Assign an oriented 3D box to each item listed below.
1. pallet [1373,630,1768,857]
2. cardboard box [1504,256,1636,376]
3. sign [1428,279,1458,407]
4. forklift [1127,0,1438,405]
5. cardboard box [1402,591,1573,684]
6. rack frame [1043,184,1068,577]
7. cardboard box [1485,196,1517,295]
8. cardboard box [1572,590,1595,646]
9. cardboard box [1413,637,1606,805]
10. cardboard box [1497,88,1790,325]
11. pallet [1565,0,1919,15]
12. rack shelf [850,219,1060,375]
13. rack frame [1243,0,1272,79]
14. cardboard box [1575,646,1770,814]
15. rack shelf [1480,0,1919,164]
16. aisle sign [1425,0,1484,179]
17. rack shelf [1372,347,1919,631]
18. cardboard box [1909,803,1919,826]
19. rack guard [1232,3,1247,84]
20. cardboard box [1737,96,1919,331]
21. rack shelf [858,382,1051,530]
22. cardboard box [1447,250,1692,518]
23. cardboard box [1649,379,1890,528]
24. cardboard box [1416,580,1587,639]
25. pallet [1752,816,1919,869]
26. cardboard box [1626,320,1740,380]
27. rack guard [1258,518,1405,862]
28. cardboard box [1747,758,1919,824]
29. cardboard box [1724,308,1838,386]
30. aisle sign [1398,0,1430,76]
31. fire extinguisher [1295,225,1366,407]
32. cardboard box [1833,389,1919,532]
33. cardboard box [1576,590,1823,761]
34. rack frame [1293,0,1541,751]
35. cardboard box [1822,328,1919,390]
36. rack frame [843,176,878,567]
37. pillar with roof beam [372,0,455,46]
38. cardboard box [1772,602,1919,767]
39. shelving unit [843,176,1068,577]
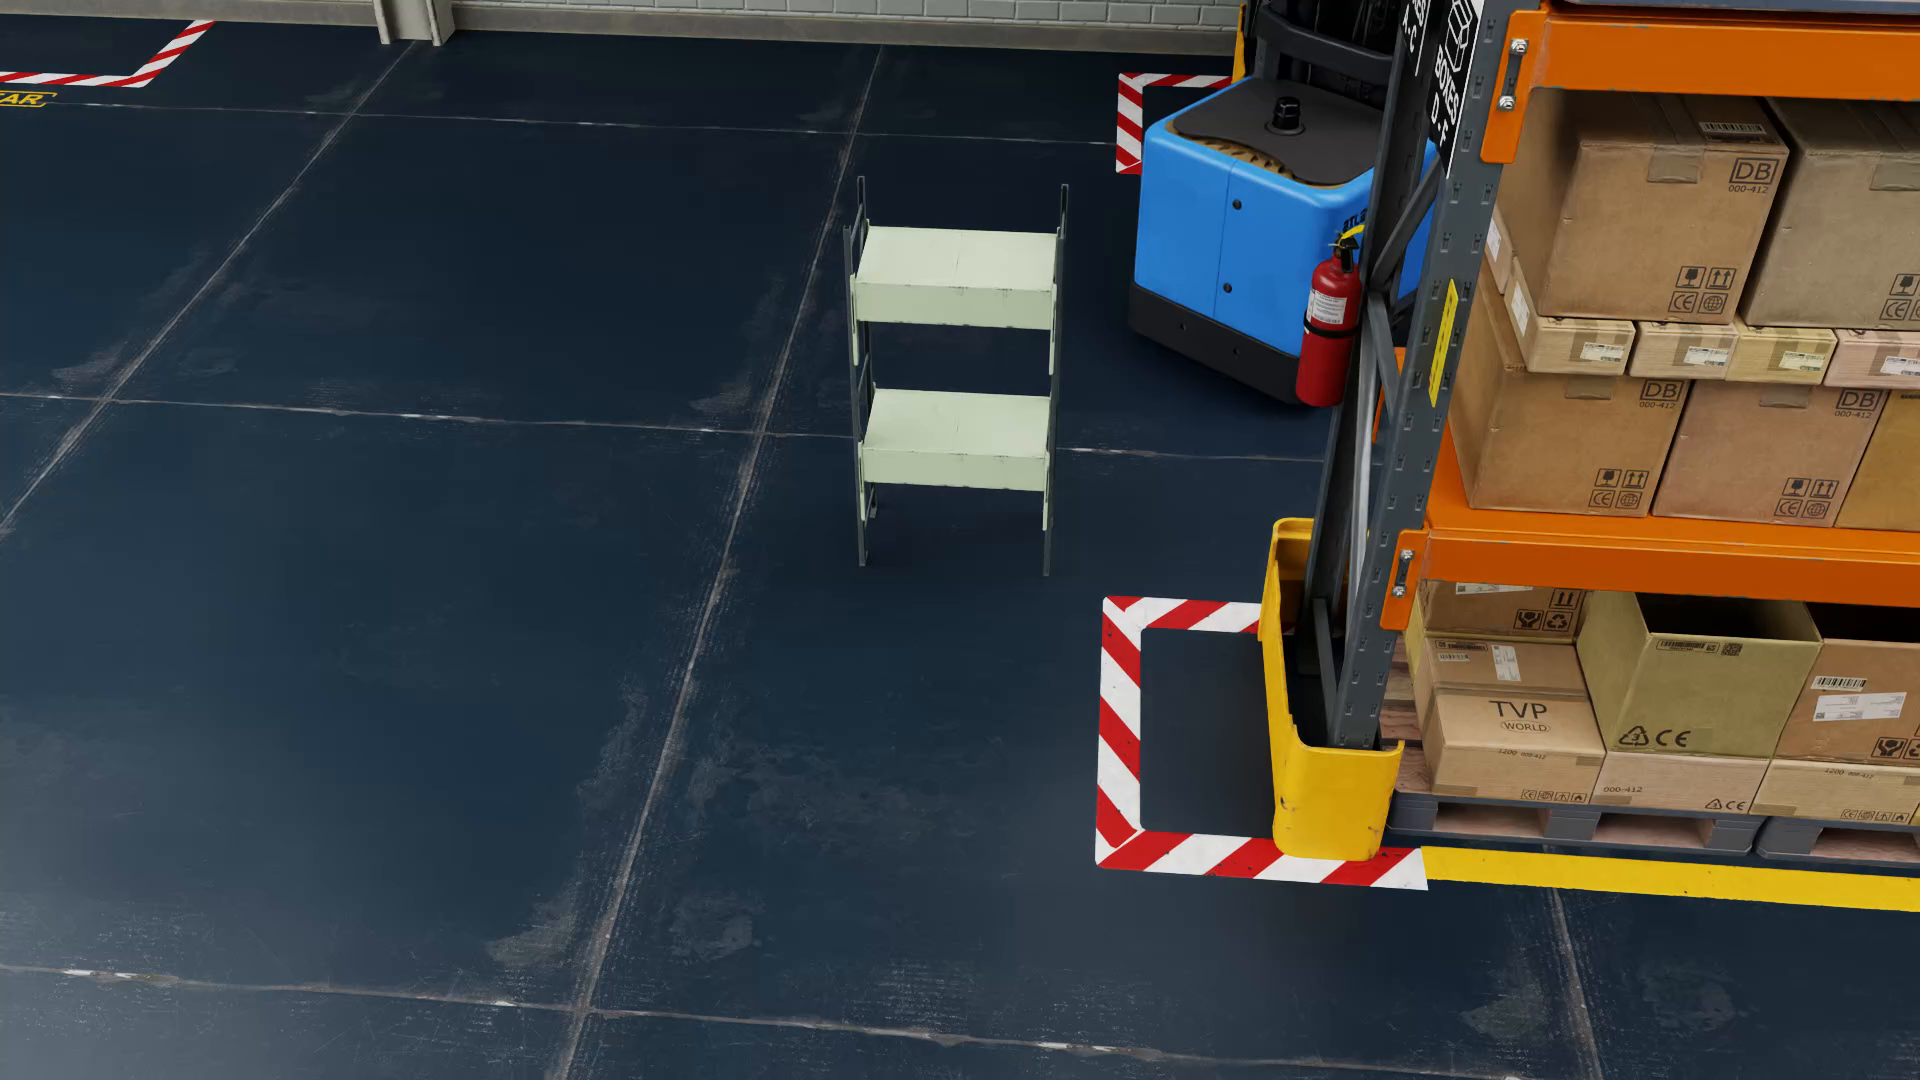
[{"bbox_3d":[2.049,0.615,5.827,1.213,0.211,1.003,3,39,4],"label":"pallet"},{"bbox_3d":[1.656,-0.615,4.536,0.250,0.149,0.380,3,39,4],"label":"cardboard box"},{"bbox_3d":[1.230,-0.499,4.239,0.005,0.325,0.100,3,39,4],"label":"sign"},{"bbox_3d":[2.177,-2.571,7.587,1.130,2.935,3.031,31,48,32],"label":"forklift"},{"bbox_3d":[1.843,0.265,5.893,0.500,0.250,0.500,3,39,4],"label":"cardboard box"},{"bbox_3d":[0.358,-0.562,6.252,0.023,1.500,0.400,3,39,4],"label":"rack frame"},{"bbox_3d":[1.681,-0.871,4.851,0.250,0.149,0.380,3,39,3],"label":"cardboard box"},{"bbox_3d":[2.343,0.285,5.869,0.500,0.250,0.500,3,39,4],"label":"cardboard box"},{"bbox_3d":[1.799,0.591,5.493,0.500,0.250,0.500,3,39,4],"label":"cardboard box"},{"bbox_3d":[1.800,-0.987,4.480,0.500,0.500,0.700,3,39,4],"label":"cardboard box"},{"bbox_3d":[1.986,-1.556,3.979,1.213,0.211,1.003,3,39,4],"label":"pallet"},{"bbox_3d":[-0.007,-0.885,6.031,0.720,0.370,0.431,3,39,4],"label":"rack shelf"},{"bbox_3d":[1.707,-3.597,8.793,0.127,3.000,1.000,3,39,4],"label":"rack frame"},{"bbox_3d":[2.297,0.616,5.462,0.500,0.250,0.500,3,39,4],"label":"cardboard box"},{"bbox_3d":[3.276,-1.257,4.112,4.000,0.370,1.077,3,39,4],"label":"rack shelf"},{"bbox_3d":[1.192,-1.301,3.912,0.004,0.787,0.394,3,39,4],"label":"aisle sign"},{"bbox_3d":[3.276,-0.093,5.059,4.000,0.370,1.077,3,39,4],"label":"rack shelf"},{"bbox_3d":[3.293,0.674,5.391,0.500,0.250,0.500,3,39,4],"label":"cardboard box"},{"bbox_3d":[1.783,-2.624,9.577,0.348,0.500,1.175,3,39,4],"label":"rack guard"},{"bbox_3d":[2.325,-0.962,4.449,0.500,0.500,0.700,2,39,3],"label":"cardboard box"},{"bbox_3d":[-0.007,-0.329,6.483,0.720,0.370,0.431,3,39,4],"label":"rack shelf"},{"bbox_3d":[1.748,-0.487,4.893,0.500,0.500,0.700,3,39,4],"label":"cardboard box"},{"bbox_3d":[2.271,-0.461,4.861,0.500,0.500,0.700,4,39,5],"label":"cardboard box"},{"bbox_3d":[1.844,-0.027,5.658,0.500,0.500,0.500,3,39,4],"label":"cardboard box"},{"bbox_3d":[3.261,0.683,5.743,1.213,0.211,1.003,3,39,4],"label":"pallet"},{"bbox_3d":[1.919,-0.602,4.521,0.250,0.149,0.380,2,39,3],"label":"cardboard box"},{"bbox_3d":[1.260,0.487,5.756,0.348,0.500,1.175,3,39,4],"label":"rack guard"},{"bbox_3d":[2.795,0.644,5.429,0.500,0.250,0.500,3,39,4],"label":"cardboard box"},{"bbox_3d":[2.168,-0.588,4.503,0.250,0.149,0.380,3,39,4],"label":"cardboard box"},{"bbox_3d":[1.244,-1.678,4.376,0.004,0.787,0.394,3,39,4],"label":"aisle sign"},{"bbox_3d":[1.206,-0.750,5.357,0.183,0.674,0.296,3,39,4],"label":"fire extinguisher"},{"bbox_3d":[2.765,-0.430,4.823,0.500,0.500,0.700,3,39,4],"label":"cardboard box"},{"bbox_3d":[2.297,0.326,5.224,0.500,0.500,0.500,3,39,4],"label":"cardboard box"},{"bbox_3d":[1.284,-0.481,4.965,0.127,3.000,1.000,3,39,4],"label":"rack frame"},{"bbox_3d":[2.419,-0.573,4.484,0.250,0.149,0.380,3,39,3],"label":"cardboard box"},{"bbox_3d":[-0.371,-0.602,6.301,0.023,1.500,0.400,3,39,4],"label":"rack frame"},{"bbox_3d":[-3.870,-4.049,4.596,0.400,9.000,9.100,3,39,4],"label":"pillar with roof beam"},{"bbox_3d":[2.796,0.346,5.201,0.500,0.500,0.500,3,39,4],"label":"cardboard box"},{"bbox_3d":[-0.007,-0.582,6.277,0.755,1.500,0.431,3,39,4],"label":"shelving unit"}]
